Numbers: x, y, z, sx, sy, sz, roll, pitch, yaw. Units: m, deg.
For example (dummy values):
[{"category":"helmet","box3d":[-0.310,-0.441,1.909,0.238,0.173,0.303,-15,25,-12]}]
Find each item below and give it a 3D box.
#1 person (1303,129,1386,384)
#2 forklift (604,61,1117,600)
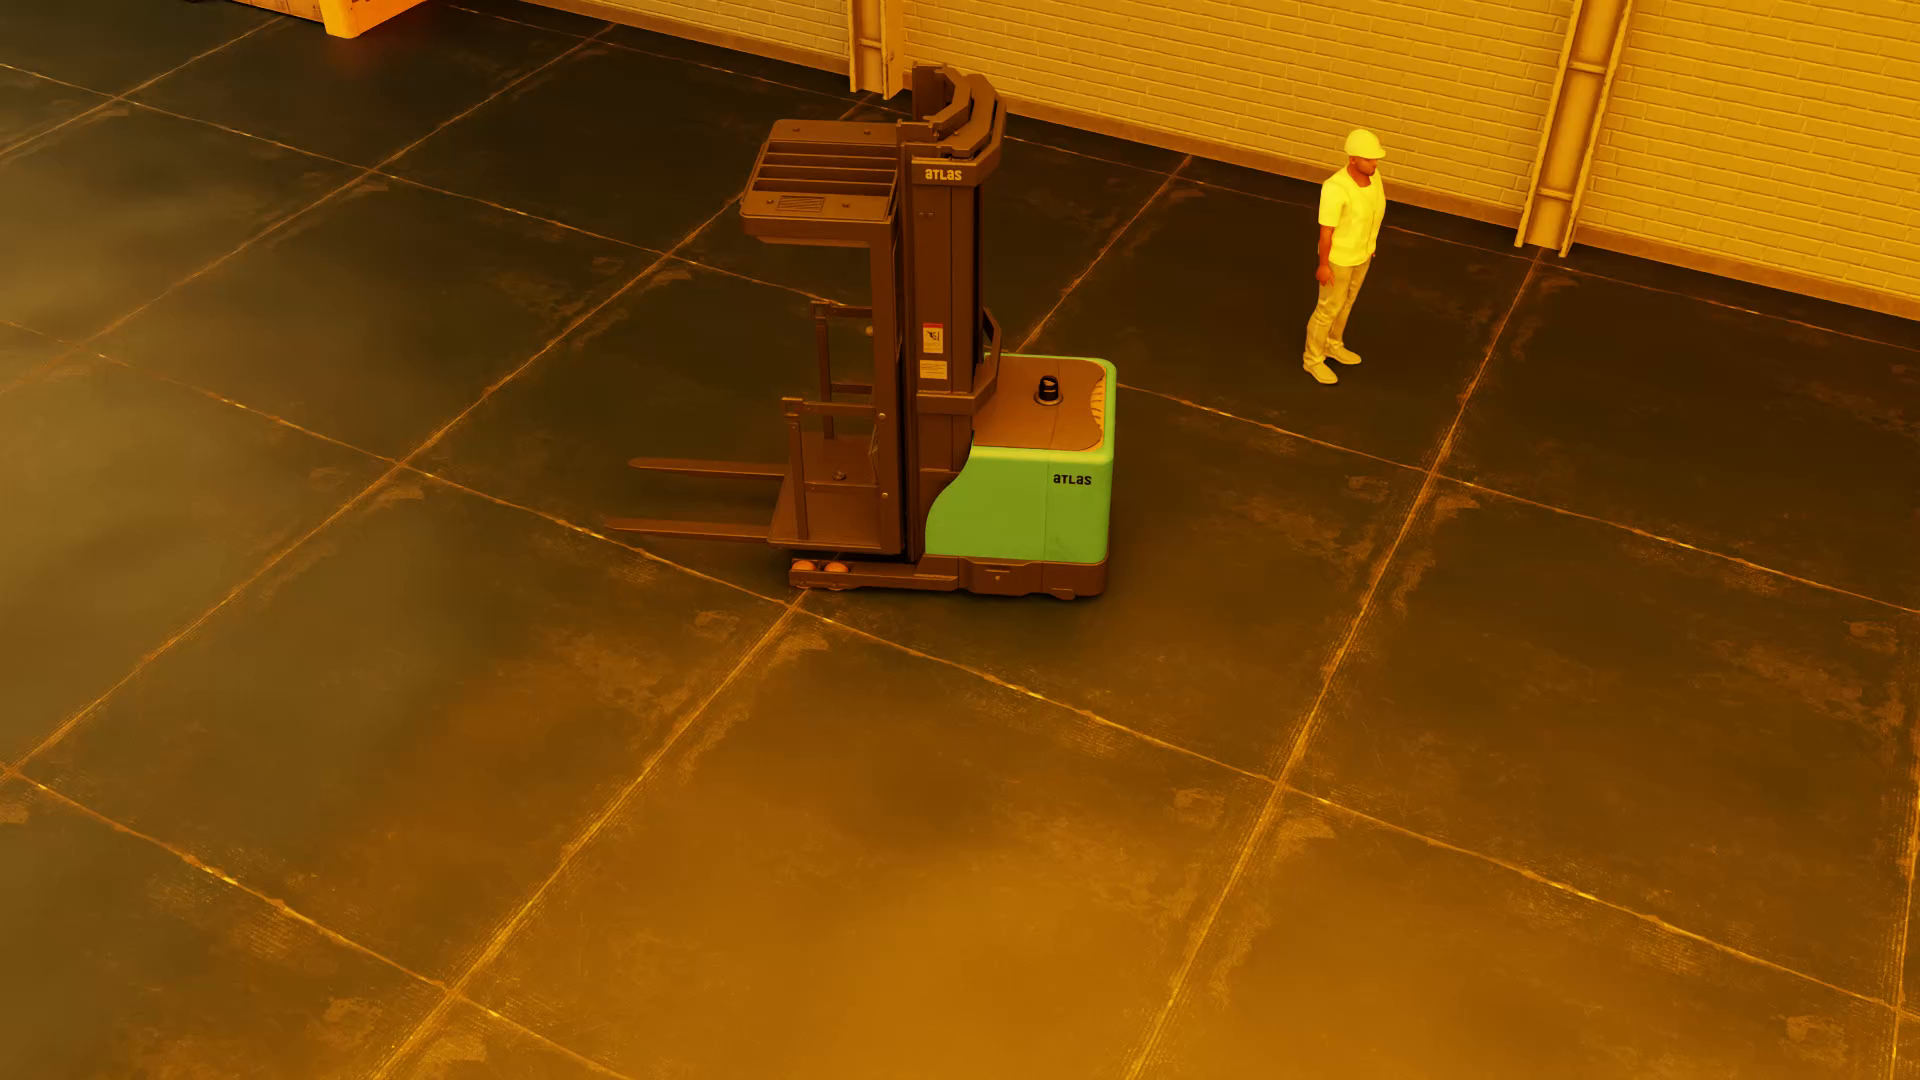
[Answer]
[{"category":"person","box3d":[2.606,-1.918,11.167,0.369,1.771,0.569,32,49,32]},{"category":"forklift","box3d":[-0.606,-1.157,9.360,3.031,2.935,1.130,3,40,4]}]
